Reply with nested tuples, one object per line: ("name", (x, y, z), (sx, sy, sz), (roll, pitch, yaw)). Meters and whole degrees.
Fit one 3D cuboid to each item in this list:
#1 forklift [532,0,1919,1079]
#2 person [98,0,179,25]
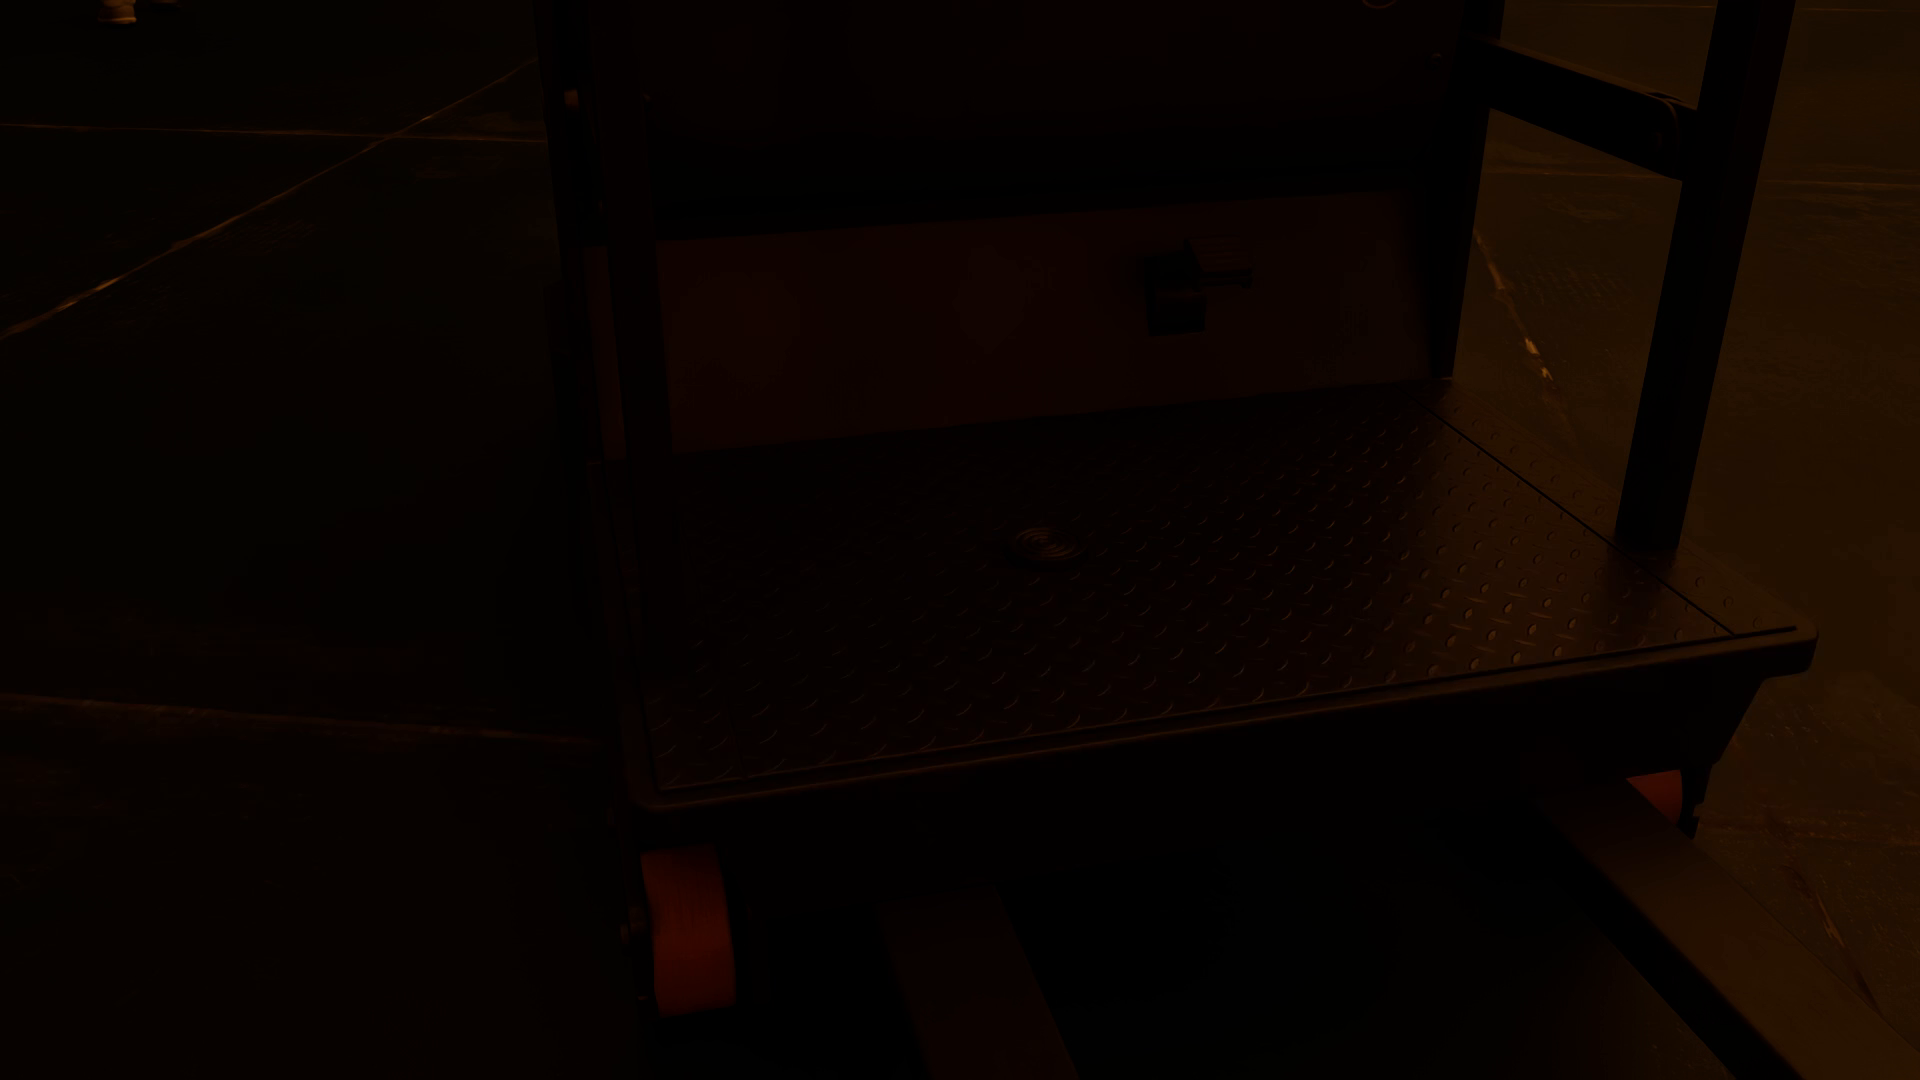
("forklift", (0.153, -1.049, 1.319), (1.130, 2.935, 3.031), (-7, 27, -13))
("person", (-3.353, -2.858, 6.454), (0.924, 1.675, 0.629), (-16, 31, -29))
